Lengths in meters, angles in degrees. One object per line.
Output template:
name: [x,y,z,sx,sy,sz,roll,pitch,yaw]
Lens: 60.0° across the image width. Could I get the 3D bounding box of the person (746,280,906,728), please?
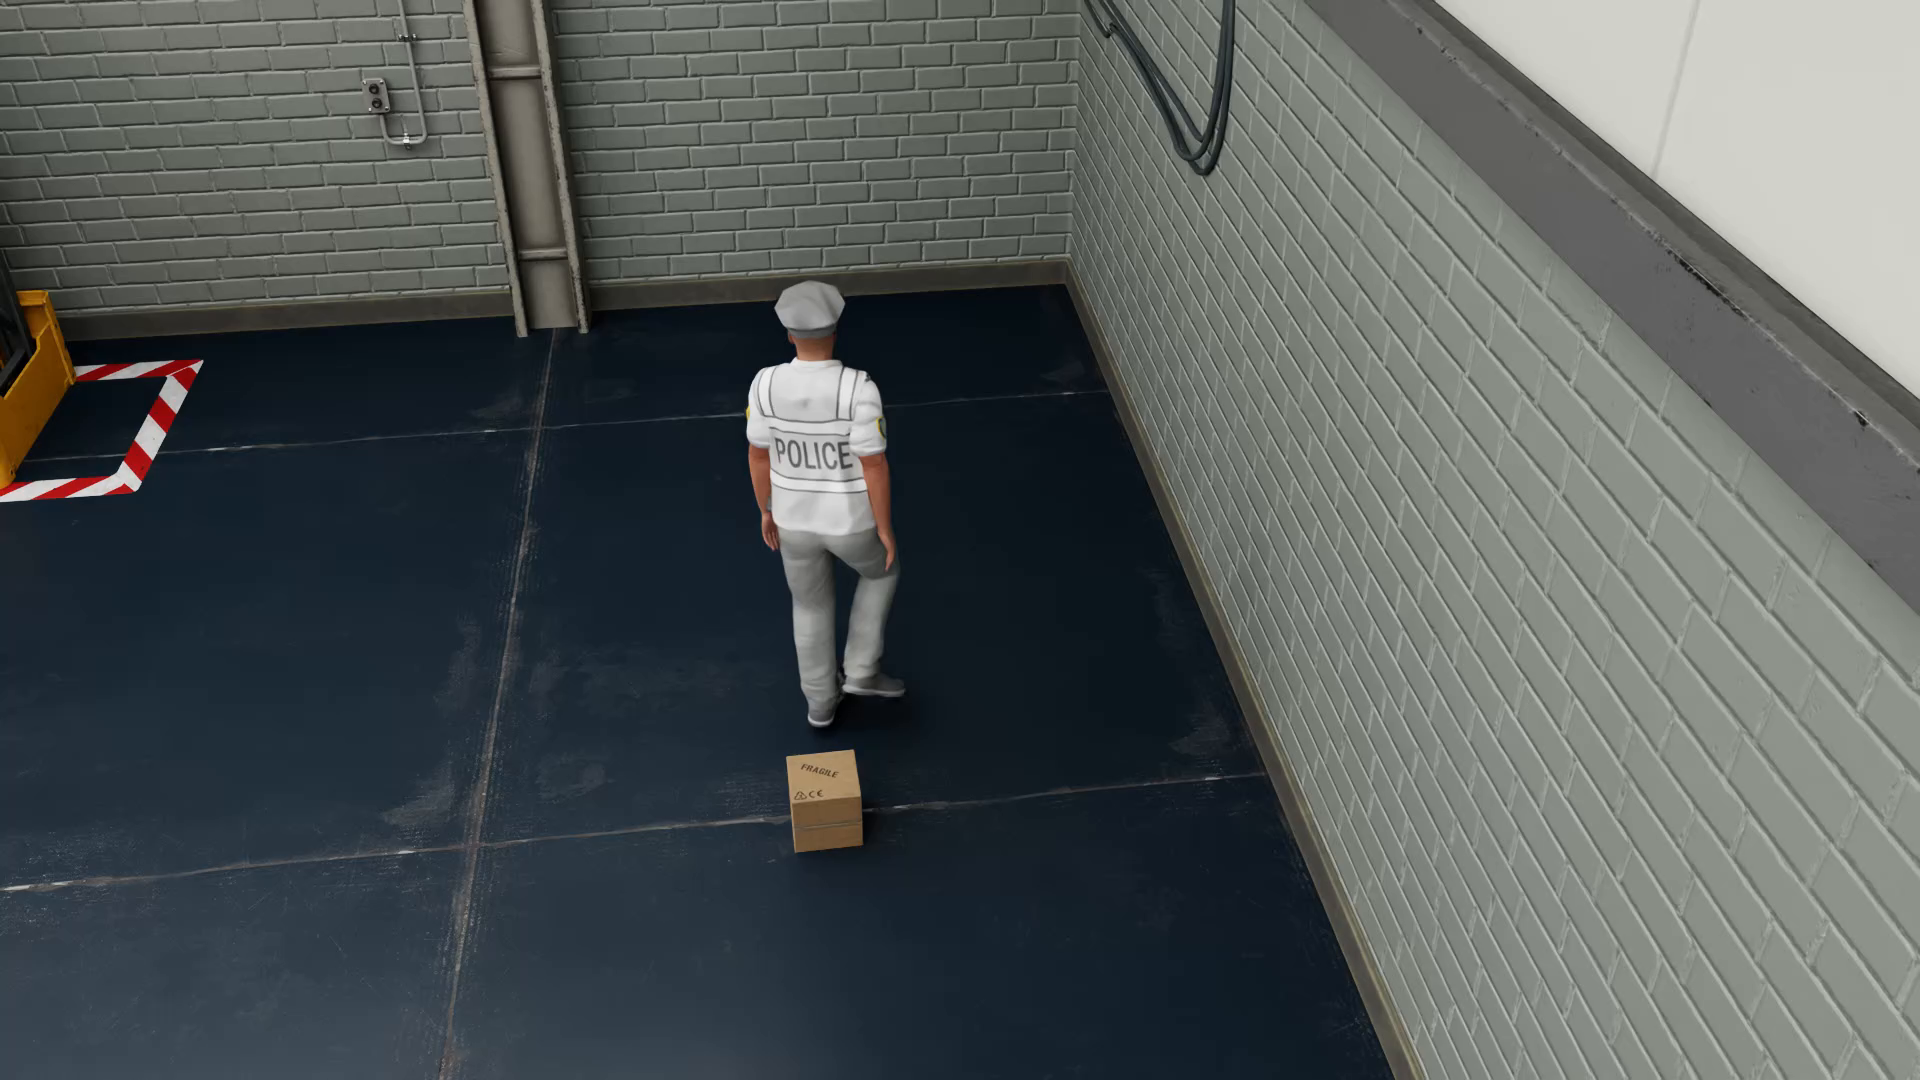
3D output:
person: [-0.500,-0.100,6.251,0.575,1.741,0.478,5,35,7]
